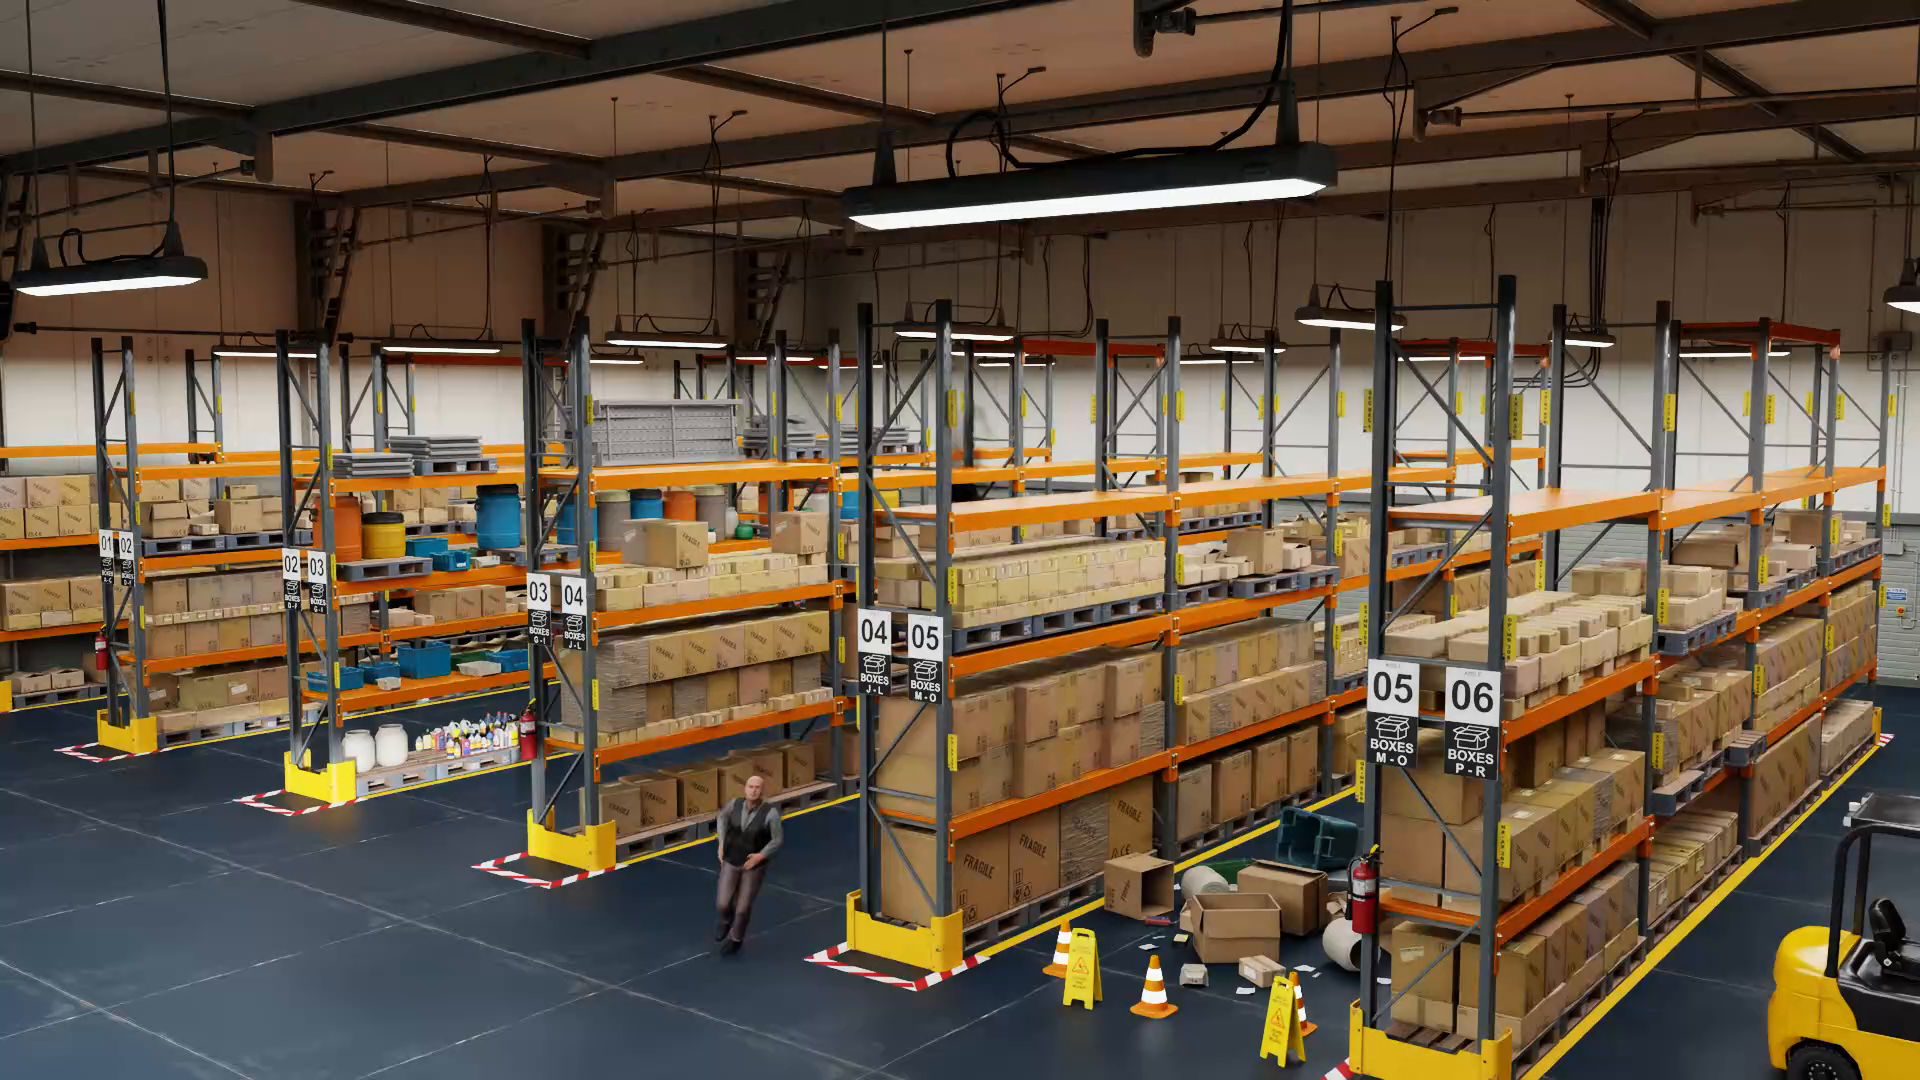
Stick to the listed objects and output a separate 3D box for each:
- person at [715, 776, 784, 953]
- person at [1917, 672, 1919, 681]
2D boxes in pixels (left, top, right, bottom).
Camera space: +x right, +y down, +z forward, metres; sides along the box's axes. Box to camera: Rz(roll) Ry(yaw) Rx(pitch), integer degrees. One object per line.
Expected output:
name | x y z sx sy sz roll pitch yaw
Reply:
person | -1.969 3.002 15.369 0.699 1.668 0.535 1 5 6
person | 14.405 2.229 24.466 0.617 1.670 0.529 1 5 6
